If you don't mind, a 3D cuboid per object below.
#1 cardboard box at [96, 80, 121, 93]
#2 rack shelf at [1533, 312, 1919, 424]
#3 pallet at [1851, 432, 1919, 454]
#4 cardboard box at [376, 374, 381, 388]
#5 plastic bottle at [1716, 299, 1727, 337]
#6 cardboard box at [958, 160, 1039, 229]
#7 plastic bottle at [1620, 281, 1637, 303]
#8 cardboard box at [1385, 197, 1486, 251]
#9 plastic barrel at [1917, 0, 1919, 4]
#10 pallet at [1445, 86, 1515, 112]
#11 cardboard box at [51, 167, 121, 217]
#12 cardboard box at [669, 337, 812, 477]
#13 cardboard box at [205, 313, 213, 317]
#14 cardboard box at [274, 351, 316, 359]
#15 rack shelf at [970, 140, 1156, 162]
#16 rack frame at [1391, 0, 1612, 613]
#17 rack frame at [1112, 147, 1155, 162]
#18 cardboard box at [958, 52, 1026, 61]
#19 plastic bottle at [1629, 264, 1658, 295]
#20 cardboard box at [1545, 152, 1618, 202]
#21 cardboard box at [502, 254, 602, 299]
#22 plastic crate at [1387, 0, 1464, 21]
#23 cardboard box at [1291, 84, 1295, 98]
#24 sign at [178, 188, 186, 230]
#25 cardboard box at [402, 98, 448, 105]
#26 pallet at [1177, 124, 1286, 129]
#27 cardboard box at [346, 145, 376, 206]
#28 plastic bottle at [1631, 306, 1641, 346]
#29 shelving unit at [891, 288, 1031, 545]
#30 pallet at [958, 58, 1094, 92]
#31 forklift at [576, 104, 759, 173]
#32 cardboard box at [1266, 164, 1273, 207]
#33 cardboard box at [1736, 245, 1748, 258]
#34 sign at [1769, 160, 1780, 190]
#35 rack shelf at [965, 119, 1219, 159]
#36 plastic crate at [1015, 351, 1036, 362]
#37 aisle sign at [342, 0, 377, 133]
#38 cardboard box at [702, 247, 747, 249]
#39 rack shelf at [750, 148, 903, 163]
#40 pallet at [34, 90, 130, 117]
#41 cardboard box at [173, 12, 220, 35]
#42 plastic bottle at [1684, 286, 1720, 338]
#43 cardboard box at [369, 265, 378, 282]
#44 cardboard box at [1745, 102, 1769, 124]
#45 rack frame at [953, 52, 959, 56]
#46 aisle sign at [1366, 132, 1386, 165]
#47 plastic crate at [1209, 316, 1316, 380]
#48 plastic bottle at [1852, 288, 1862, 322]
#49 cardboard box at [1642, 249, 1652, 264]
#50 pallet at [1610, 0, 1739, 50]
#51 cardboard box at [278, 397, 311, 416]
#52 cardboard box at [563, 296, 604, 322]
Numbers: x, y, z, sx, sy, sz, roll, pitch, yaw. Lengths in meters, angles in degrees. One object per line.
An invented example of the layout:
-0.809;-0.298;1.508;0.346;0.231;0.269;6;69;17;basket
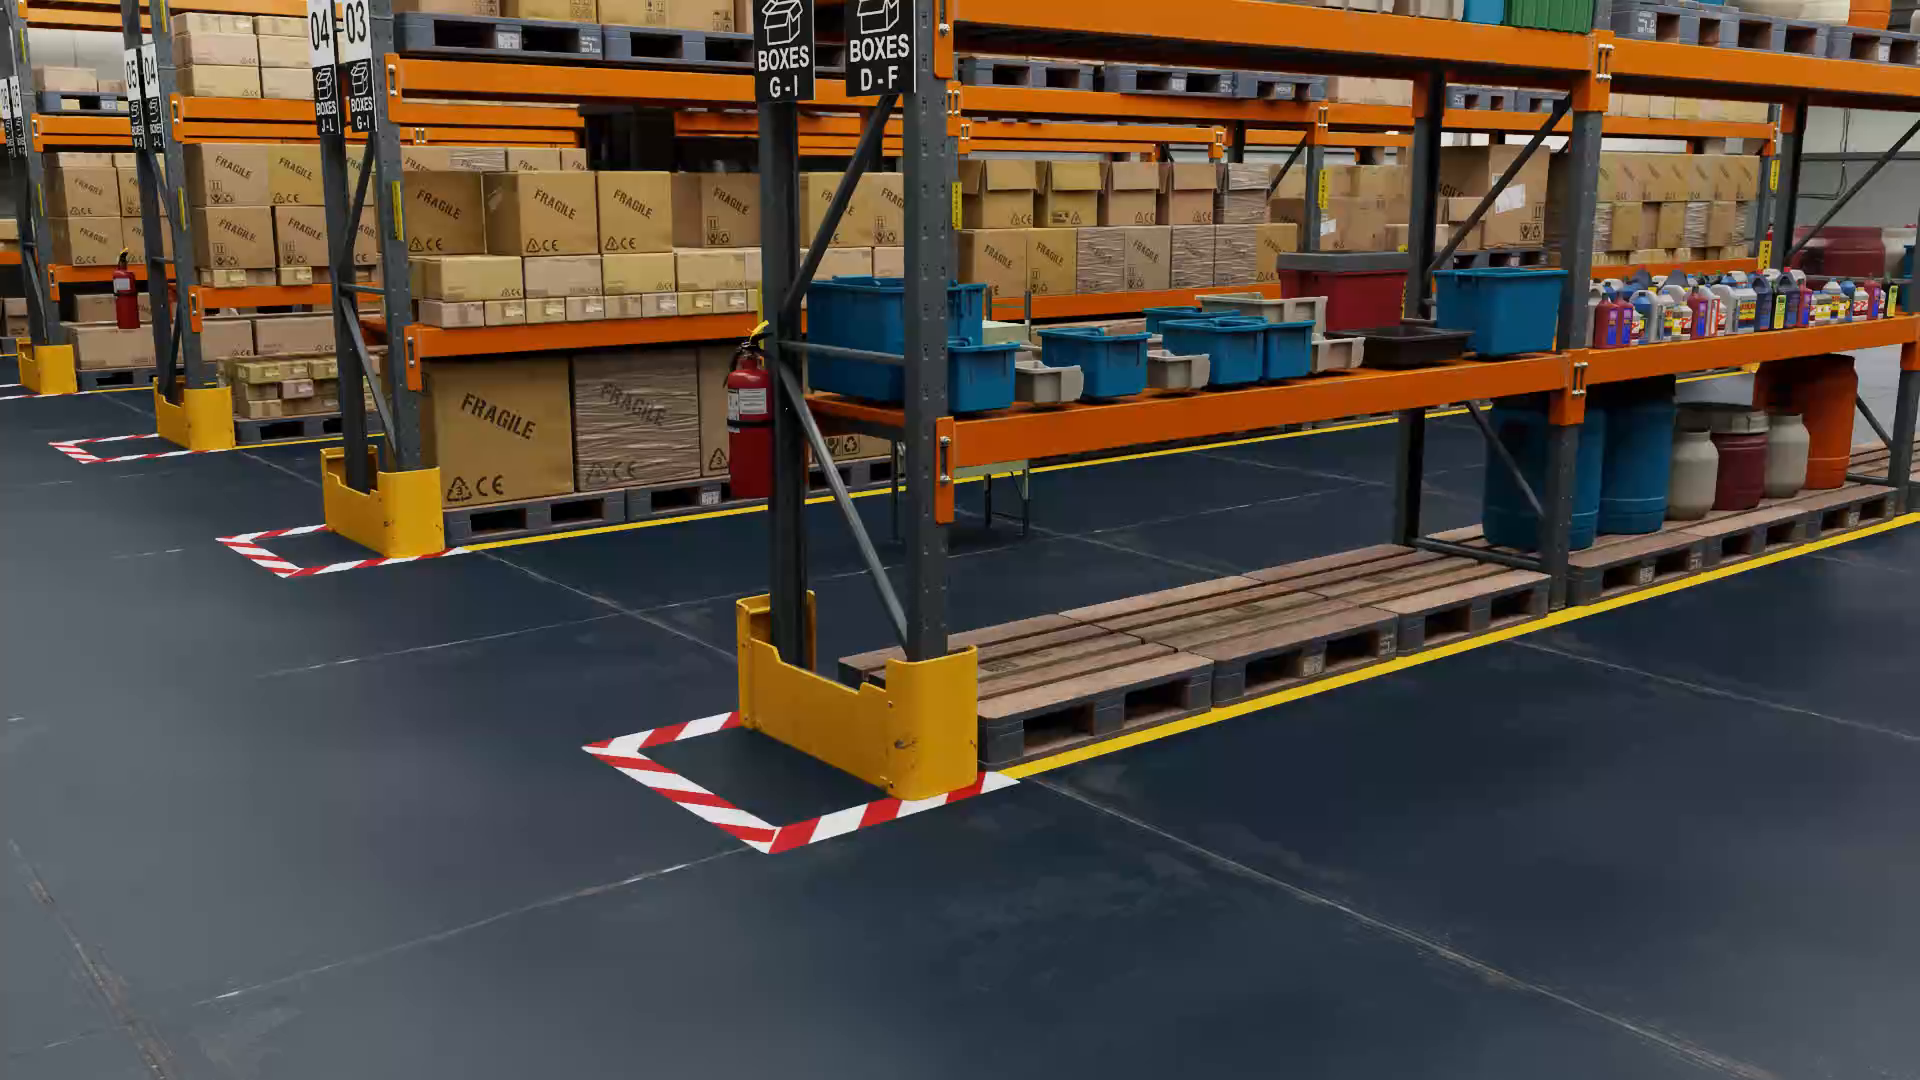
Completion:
-9.113;-4.820;17.736;0.250;0.149;0.380;-11;16;-42;cardboard box
4.285;-1.096;9.803;4.000;0.370;1.077;-9;15;-38;rack shelf
7.428;-0.595;12.425;1.213;0.211;1.003;-9;15;-38;pallet
-5.144;-1.411;14.691;0.250;0.149;0.380;-10;16;-40;cardboard box
4.153;-1.221;9.134;0.097;0.201;0.097;0;12;0;plastic bottle
0.123;-2.616;12.571;0.637;0.503;0.797;-10;16;-39;cardboard box
3.887;-1.372;9.678;0.097;0.271;0.097;0;12;0;plastic bottle
4.580;-3.046;15.993;0.637;0.503;0.797;-8;14;-32;cardboard box
6.624;-3.492;10.922;0.600;0.901;0.600;0;12;0;plastic barrel
4.519;-4.208;15.953;1.003;0.211;1.213;-9;15;-38;pallet
-9.132;-3.635;17.376;0.500;0.500;0.500;-10;15;-39;cardboard box
-1.639;-0.969;11.574;0.875;0.875;0.875;-9;15;-38;cardboard box
-10.668;-3.111;23.412;0.250;0.149;0.380;-10;15;-38;cardboard box
-5.904;-1.580;14.768;0.250;0.149;0.380;-10;15;-39;cardboard box
1.247;-6.012;25.732;4.000;0.370;1.077;-9;15;-38;rack shelf
2.723;-1.189;8.506;0.127;3.000;1.000;-9;15;-38;rack frame
2.809;-5.157;27.191;0.127;3.000;1.000;-9;15;-38;rack frame
0.076;-3.791;12.285;0.500;0.500;0.700;-9;15;-36;cardboard box
4.097;-1.480;9.996;0.185;0.351;0.144;-9;15;-38;plastic bottle
6.386;-3.731;17.113;0.500;0.500;0.500;-9;15;-38;cardboard box
-2.549;-1.632;10.239;0.500;0.250;0.500;-10;15;-38;cardboard box
1.968;-2.300;7.154;0.466;0.136;0.293;-9;15;-38;plastic crate
2.971;-4.007;14.915;0.500;0.250;0.500;-9;15;-38;cardboard box
-6.175;-2.626;13.191;0.005;0.325;0.100;-9;15;-38;sign
-4.786;-3.903;14.428;0.500;0.250;0.500;-10;15;-38;cardboard box
3.502;-5.376;21.218;1.213;0.211;1.003;-9;15;-38;pallet
-5.187;-3.120;14.235;0.500;0.500;0.500;-10;15;-39;cardboard box
3.459;-1.105;8.591;0.097;0.201;0.097;0;12;0;plastic bottle
0.005;-0.735;9.977;0.755;1.500;0.431;-9;15;-38;shelving unit
0.314;-3.493;12.595;1.217;0.209;0.805;-10;16;-40;pallet
-2.266;-2.298;13.893;3.031;2.935;1.130;-10;16;-39;forklift
3.523;-4.582;21.524;0.550;0.550;0.875;-9;15;-38;cardboard box
8.906;-3.356;19.316;0.250;0.149;0.380;-9;15;-38;cardboard box
9.330;-4.178;19.033;0.005;0.325;0.100;-9;15;-38;sign
1.295;-4.704;19.569;4.000;0.370;1.077;-9;15;-38;rack shelf
0.124;-0.705;6.719;0.243;0.136;0.396;-9;15;-38;plastic crate
-3.363;-2.687;9.301;0.004;0.787;0.394;-9;15;-38;aisle sign
-1.694;-1.914;11.566;0.500;0.250;0.500;-9;15;-36;cardboard box
-1.857;-6.817;29.522;4.000;0.370;1.077;-9;15;-38;rack shelf
-9.112;-4.602;17.573;1.213;0.211;1.003;-9;15;-38;pallet
-6.119;-4.129;13.330;0.250;0.149;0.380;-10;15;-38;cardboard box
4.046;-1.247;9.076;0.135;0.276;0.152;-9;15;-38;plastic bottle
-5.086;-2.337;14.518;0.250;0.149;0.380;-10;15;-39;cardboard box
8.782;-4.839;18.837;0.500;0.250;0.500;-9;15;-36;cardboard box
-0.371;-4.927;11.666;0.127;3.000;1.000;-9;15;-38;rack frame
5.848;-5.696;23.475;0.004;0.787;0.394;-9;15;-38;aisle sign
1.261;-0.806;6.960;0.300;0.233;0.416;-9;15;-38;plastic crate
5.440;-1.434;10.141;0.097;0.201;0.097;0;12;0;plastic bottle
7.192;-3.053;17.888;0.250;0.149;0.380;-9;15;-38;cardboard box
3.274;-2.681;8.767;1.003;0.211;1.213;-9;15;-38;pallet
-5.752;-1.165;14.246;0.250;0.149;0.380;-10;15;-38;cardboard box
-2.409;-1.444;10.310;0.250;0.149;0.380;-10;15;-39;cardboard box
